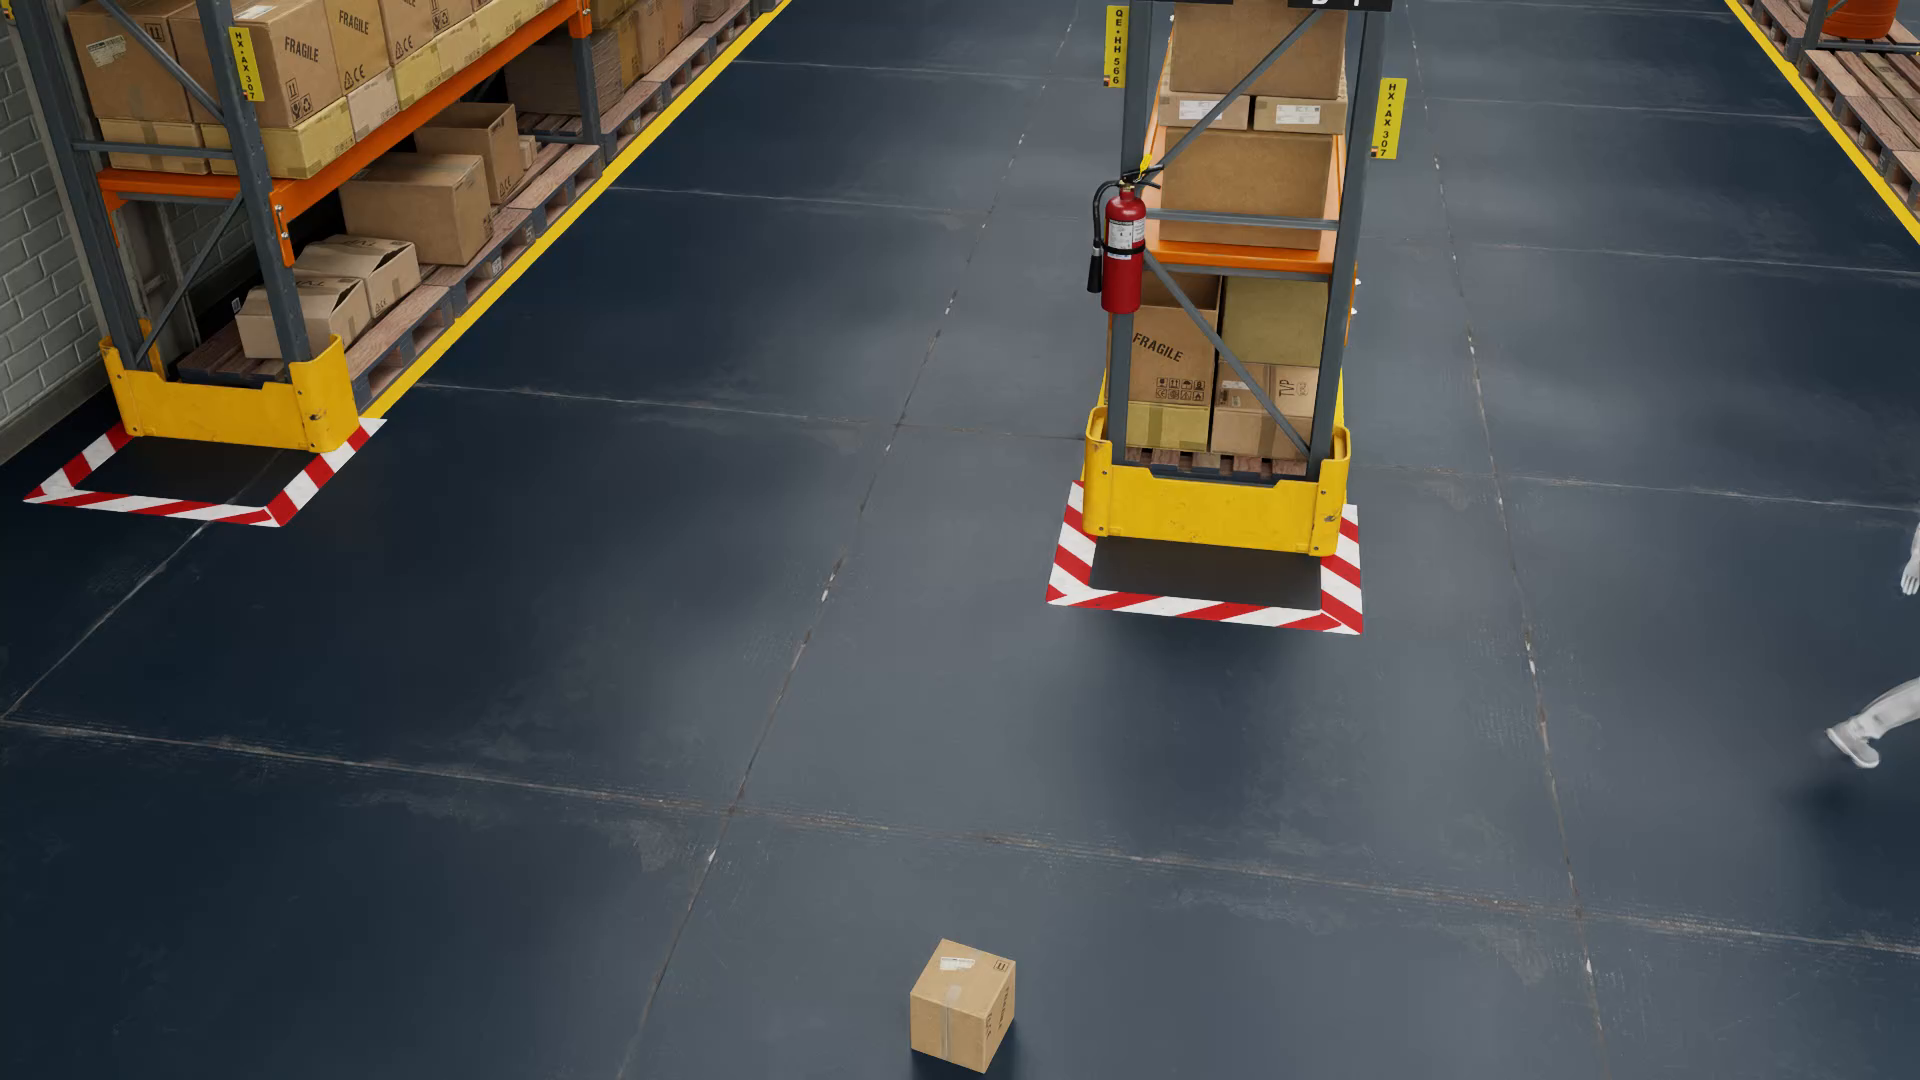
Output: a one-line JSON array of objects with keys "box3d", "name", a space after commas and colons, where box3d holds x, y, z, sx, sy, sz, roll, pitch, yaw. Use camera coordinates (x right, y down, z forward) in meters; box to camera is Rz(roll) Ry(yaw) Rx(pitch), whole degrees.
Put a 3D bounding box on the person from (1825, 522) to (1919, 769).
[{"box3d": [3.595, 0.129, 5.891, 0.862, 1.653, 0.496, -6, 33, -10], "name": "person"}]
